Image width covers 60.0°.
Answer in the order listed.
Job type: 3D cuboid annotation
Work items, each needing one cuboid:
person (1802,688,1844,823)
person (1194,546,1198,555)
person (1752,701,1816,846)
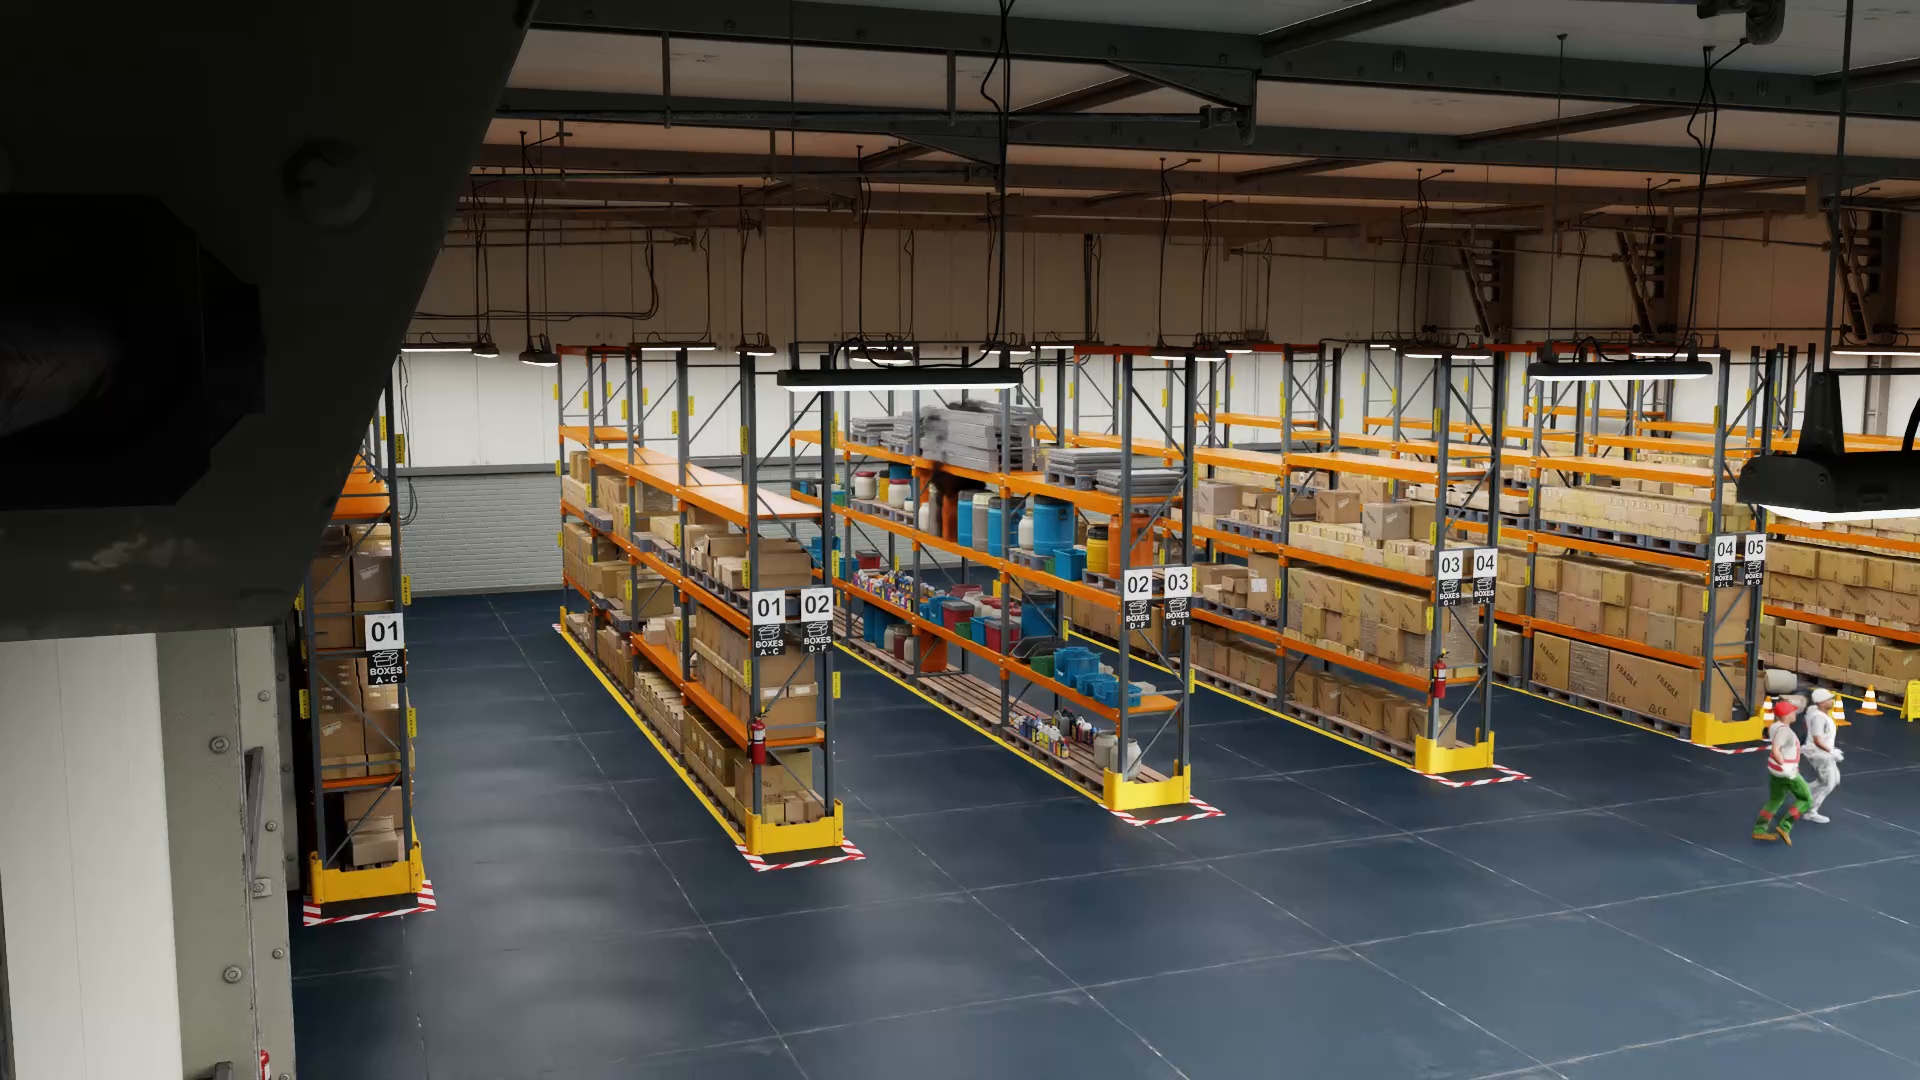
[{"bbox_3d":[11.062,2.762,21.404,0.543,1.742,0.684,3,8,21],"label":"person"},{"bbox_3d":[5.791,0.206,41.542,0.786,1.746,0.752,1,7,9],"label":"person"},{"bbox_3d":[10.144,2.861,20.396,0.694,1.781,0.651,0,7,3],"label":"person"}]
